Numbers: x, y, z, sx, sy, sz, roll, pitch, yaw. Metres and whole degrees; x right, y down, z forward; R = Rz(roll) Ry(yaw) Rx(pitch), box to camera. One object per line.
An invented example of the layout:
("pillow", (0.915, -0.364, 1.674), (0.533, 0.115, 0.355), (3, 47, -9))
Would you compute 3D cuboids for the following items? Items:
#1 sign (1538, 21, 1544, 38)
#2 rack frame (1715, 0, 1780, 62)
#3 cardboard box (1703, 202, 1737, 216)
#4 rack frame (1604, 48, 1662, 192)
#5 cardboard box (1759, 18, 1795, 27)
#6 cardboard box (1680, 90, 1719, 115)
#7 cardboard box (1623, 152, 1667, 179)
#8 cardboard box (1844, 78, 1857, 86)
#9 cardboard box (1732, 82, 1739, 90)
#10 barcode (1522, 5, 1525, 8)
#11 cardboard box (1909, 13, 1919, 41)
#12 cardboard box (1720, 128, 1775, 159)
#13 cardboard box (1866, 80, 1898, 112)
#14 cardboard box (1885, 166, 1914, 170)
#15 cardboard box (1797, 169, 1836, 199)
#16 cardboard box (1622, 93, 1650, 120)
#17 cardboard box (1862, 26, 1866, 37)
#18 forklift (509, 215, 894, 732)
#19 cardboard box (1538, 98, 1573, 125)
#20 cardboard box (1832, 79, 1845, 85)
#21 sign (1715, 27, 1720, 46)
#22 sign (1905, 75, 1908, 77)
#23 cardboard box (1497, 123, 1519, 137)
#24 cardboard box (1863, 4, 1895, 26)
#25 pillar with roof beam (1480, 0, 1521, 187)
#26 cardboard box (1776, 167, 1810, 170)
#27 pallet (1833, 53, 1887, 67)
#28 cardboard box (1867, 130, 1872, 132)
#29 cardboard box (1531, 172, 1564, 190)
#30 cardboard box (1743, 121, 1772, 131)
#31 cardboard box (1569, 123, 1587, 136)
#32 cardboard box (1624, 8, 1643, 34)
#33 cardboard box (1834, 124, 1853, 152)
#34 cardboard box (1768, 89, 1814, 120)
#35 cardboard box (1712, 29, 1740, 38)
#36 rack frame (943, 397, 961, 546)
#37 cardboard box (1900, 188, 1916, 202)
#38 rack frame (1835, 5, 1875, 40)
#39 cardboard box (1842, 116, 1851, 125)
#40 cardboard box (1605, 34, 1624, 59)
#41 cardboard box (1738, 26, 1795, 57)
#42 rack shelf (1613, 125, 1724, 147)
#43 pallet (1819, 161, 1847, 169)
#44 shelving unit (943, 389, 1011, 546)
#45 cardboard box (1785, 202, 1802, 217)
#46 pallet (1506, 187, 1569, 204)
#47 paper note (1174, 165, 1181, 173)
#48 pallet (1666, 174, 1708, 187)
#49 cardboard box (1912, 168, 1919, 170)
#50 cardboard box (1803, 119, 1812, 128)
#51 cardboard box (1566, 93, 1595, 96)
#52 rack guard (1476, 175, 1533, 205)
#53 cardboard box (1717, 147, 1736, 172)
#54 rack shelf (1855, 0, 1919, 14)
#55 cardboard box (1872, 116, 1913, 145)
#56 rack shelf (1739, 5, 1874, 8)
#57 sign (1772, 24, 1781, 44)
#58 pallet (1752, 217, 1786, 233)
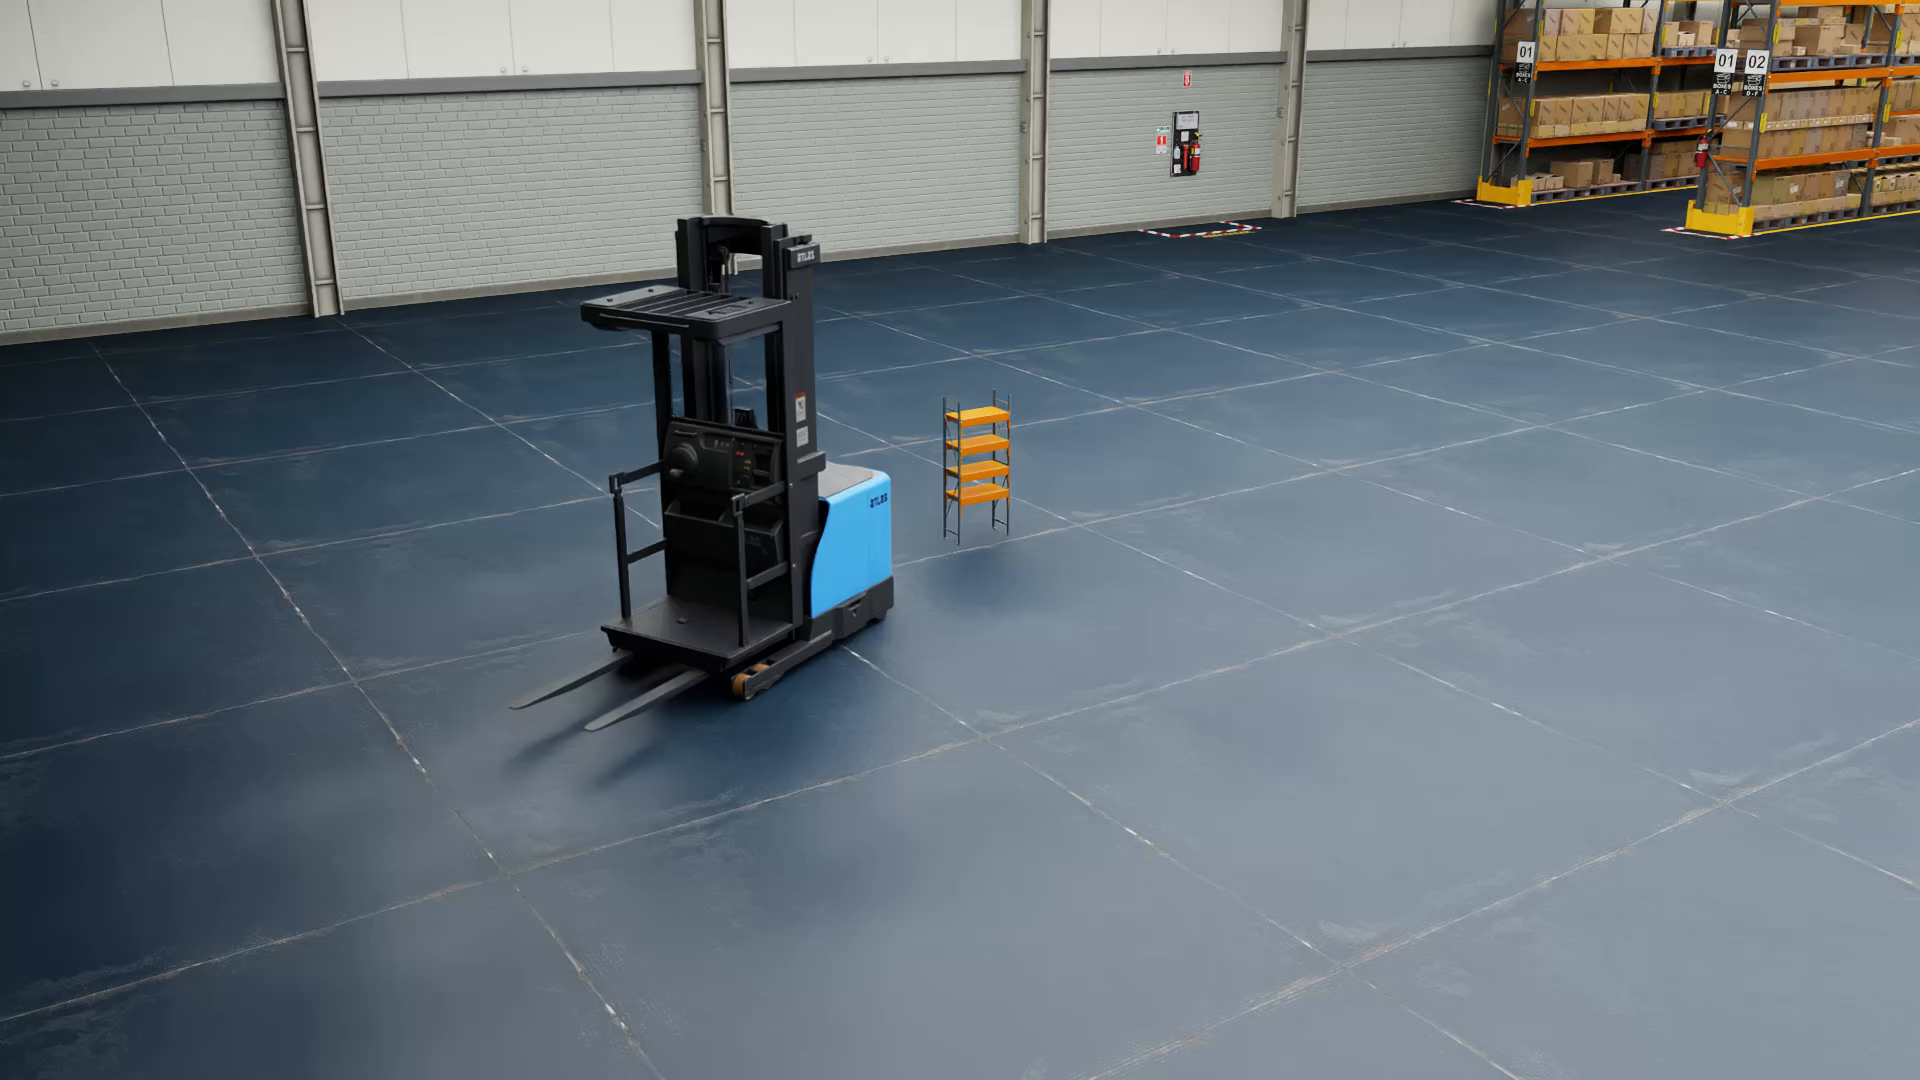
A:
("sign", (11.489, -10.104, 32.901), (0.005, 0.325, 0.100), (-12, 22, -31))
("rack frame", (13.918, -9.932, 29.072), (0.127, 3.000, 1.000), (-12, 22, -31))
("cardboard box", (14.204, -6.160, 30.919), (0.500, 0.250, 0.500), (-12, 22, -31))
("rack frame", (14.532, -9.119, 36.034), (0.127, 3.000, 1.000), (-12, 22, -31))
("cardboard box", (18.659, -11.708, 38.167), (0.500, 0.500, 0.700), (-13, 23, -34))
("cardboard box", (16.457, -9.768, 37.112), (0.500, 0.500, 0.700), (-12, 22, -31))
("cardboard box", (15.137, -8.277, 36.761), (0.500, 0.500, 0.700), (-11, 22, -30))
("cardboard box", (20.964, -10.930, 39.570), (0.500, 0.250, 0.500), (-11, 22, -30))
("cardboard box", (17.340, -10.257, 37.545), (0.250, 0.149, 0.380), (-17, 25, -40))
("barcode", (11.509, -10.899, 33.963), (0.075, 0.075, 0.001), (-12, 22, -31))
("cardboard box", (18.259, -9.903, 32.078), (0.500, 0.500, 0.500), (-10, 21, -26))
("cardboard box", (14.315, -7.216, 30.250), (0.500, 0.500, 0.700), (-12, 22, -31))
("cardboard box", (22.288, -10.888, 40.800), (0.700, 0.700, 0.980), (-13, 22, -33))
("cardboard box", (19.140, -7.463, 33.899), (0.500, 0.311, 0.500), (-13, 22, -33))
("cardboard box", (16.153, -6.732, 31.441), (0.500, 0.500, 0.500), (-12, 22, -31))
("cardboard box", (14.307, -9.247, 35.444), (0.500, 0.500, 0.500), (-12, 22, -32))
("cardboard box", (21.935, -12.175, 39.814), (0.500, 0.250, 0.500), (-12, 22, -32))
("forklift", (-1.669, -0.528, 10.729), (1.130, 2.935, 3.031), (11, 21, 29))
("cardboard box", (12.173, -8.796, 34.111), (0.500, 0.500, 0.500), (-12, 22, -31))
("cardboard box", (20.531, -10.843, 39.311), (0.500, 0.250, 0.500), (-11, 22, -30))
("sign", (13.632, -9.040, 29.860), (0.005, 0.325, 0.100), (-12, 22, -31))
("sign", (24.253, -11.830, 42.577), (0.005, 0.325, 0.100), (-12, 22, -31))
("cardboard box", (11.475, -8.487, 34.368), (0.500, 0.250, 0.500), (-12, 22, -31))
("cardboard box", (21.963, -12.530, 39.692), (0.500, 0.500, 0.500), (-12, 22, -32))
("pillar with roof beam", (13.667, -10.459, 30.632), (0.400, 9.000, 9.100), (-12, 22, -31))
("cardboard box", (15.865, -6.872, 31.855), (0.500, 0.500, 0.500), (-12, 22, -31))
("pallet", (16.561, -9.016, 31.186), (1.213, 0.211, 1.003), (-12, 22, -31))
("cardboard box", (22.280, -9.966, 40.774), (0.250, 0.149, 0.380), (-11, 22, -30))
("cardboard box", (12.294, -7.547, 34.897), (0.500, 0.311, 0.500), (-10, 21, -27))
("cardboard box", (14.365, -7.456, 29.947), (0.250, 0.149, 0.380), (-12, 22, -32))
("cardboard box", (12.628, -8.537, 34.517), (0.500, 0.250, 0.500), (-12, 22, -32))
("cardboard box", (13.808, -10.810, 34.603), (0.500, 0.500, 0.500), (-11, 21, -28))
("cardboard box", (16.455, -7.667, 31.585), (0.500, 0.500, 0.700), (-12, 22, -32))
("cardboard box", (15.216, -8.023, 30.611), (0.500, 0.500, 0.700), (-12, 22, -31))
("cardboard box", (17.144, -11.236, 37.426), (0.500, 0.500, 0.500), (-12, 22, -31))
("rack frame", (-0.066, -0.555, 13.512), (0.015, 1.200, 0.240), (-12, 22, -31))
("cardboard box", (18.591, -6.877, 33.041), (0.500, 0.250, 0.500), (-13, 22, -33))
("rack frame", (21.213, -13.370, 39.242), (0.127, 3.000, 1.000), (-12, 22, -31))
("cardboard box", (16.506, -7.908, 31.283), (0.250, 0.149, 0.380), (-12, 22, -32))
("cardboard box", (13.374, -10.248, 34.504), (0.500, 0.500, 0.500), (-13, 23, -33))
("cardboard box", (14.401, -8.925, 29.742), (0.637, 0.503, 0.797), (-10, 21, -28))
("rack shelf", (16.202, -9.130, 37.191), (4.000, 0.370, 1.077), (-12, 22, -31))
("pallet", (20.610, -9.051, 40.187), (1.213, 0.211, 1.003), (-12, 22, -31))
("shelving unit", (0.138, -0.598, 13.639), (0.503, 1.200, 0.258), (-12, 22, -31))
("cardboard box", (15.322, -6.198, 31.033), (0.500, 0.250, 0.500), (-12, 22, -31))
("pallet", (11.952, -7.240, 34.832), (1.213, 0.211, 1.003), (-12, 22, -31))
("paper note", (4.018, -6.857, 30.719), (0.142, 0.148, 0.016), (-12, 22, -31))
("pallet", (16.201, -8.152, 37.527), (1.213, 0.211, 1.003), (-12, 22, -31))
("cardboard box", (19.444, -7.322, 33.480), (0.500, 0.311, 0.500), (-12, 22, -32))
("cardboard box", (15.439, -7.684, 30.620), (0.250, 0.149, 0.380), (-12, 22, -32))
("cardboard box", (13.171, -9.209, 35.334), (0.500, 0.500, 0.500), (-11, 22, -30))
("rack guard", (11.254, -7.244, 34.390), (0.348, 0.500, 1.175), (-12, 22, -31))
("cardboard box", (17.300, -8.707, 38.032), (0.500, 0.500, 0.700), (-12, 22, -31))
("rack shelf", (18.929, -10.459, 32.377), (4.000, 0.370, 1.077), (-12, 22, -31))
("cardboard box", (18.349, -8.066, 32.763), (0.500, 0.500, 0.500), (-10, 21, -28))
("rack shelf", (19.543, -12.487, 38.379), (4.000, 0.370, 1.077), (-12, 22, -31))
("sign", (14.219, -8.813, 28.958), (0.005, 0.325, 0.100), (-12, 22, -31))
("pallet", (14.534, -5.915, 30.911), (1.213, 0.211, 1.003), (-12, 22, -31))
